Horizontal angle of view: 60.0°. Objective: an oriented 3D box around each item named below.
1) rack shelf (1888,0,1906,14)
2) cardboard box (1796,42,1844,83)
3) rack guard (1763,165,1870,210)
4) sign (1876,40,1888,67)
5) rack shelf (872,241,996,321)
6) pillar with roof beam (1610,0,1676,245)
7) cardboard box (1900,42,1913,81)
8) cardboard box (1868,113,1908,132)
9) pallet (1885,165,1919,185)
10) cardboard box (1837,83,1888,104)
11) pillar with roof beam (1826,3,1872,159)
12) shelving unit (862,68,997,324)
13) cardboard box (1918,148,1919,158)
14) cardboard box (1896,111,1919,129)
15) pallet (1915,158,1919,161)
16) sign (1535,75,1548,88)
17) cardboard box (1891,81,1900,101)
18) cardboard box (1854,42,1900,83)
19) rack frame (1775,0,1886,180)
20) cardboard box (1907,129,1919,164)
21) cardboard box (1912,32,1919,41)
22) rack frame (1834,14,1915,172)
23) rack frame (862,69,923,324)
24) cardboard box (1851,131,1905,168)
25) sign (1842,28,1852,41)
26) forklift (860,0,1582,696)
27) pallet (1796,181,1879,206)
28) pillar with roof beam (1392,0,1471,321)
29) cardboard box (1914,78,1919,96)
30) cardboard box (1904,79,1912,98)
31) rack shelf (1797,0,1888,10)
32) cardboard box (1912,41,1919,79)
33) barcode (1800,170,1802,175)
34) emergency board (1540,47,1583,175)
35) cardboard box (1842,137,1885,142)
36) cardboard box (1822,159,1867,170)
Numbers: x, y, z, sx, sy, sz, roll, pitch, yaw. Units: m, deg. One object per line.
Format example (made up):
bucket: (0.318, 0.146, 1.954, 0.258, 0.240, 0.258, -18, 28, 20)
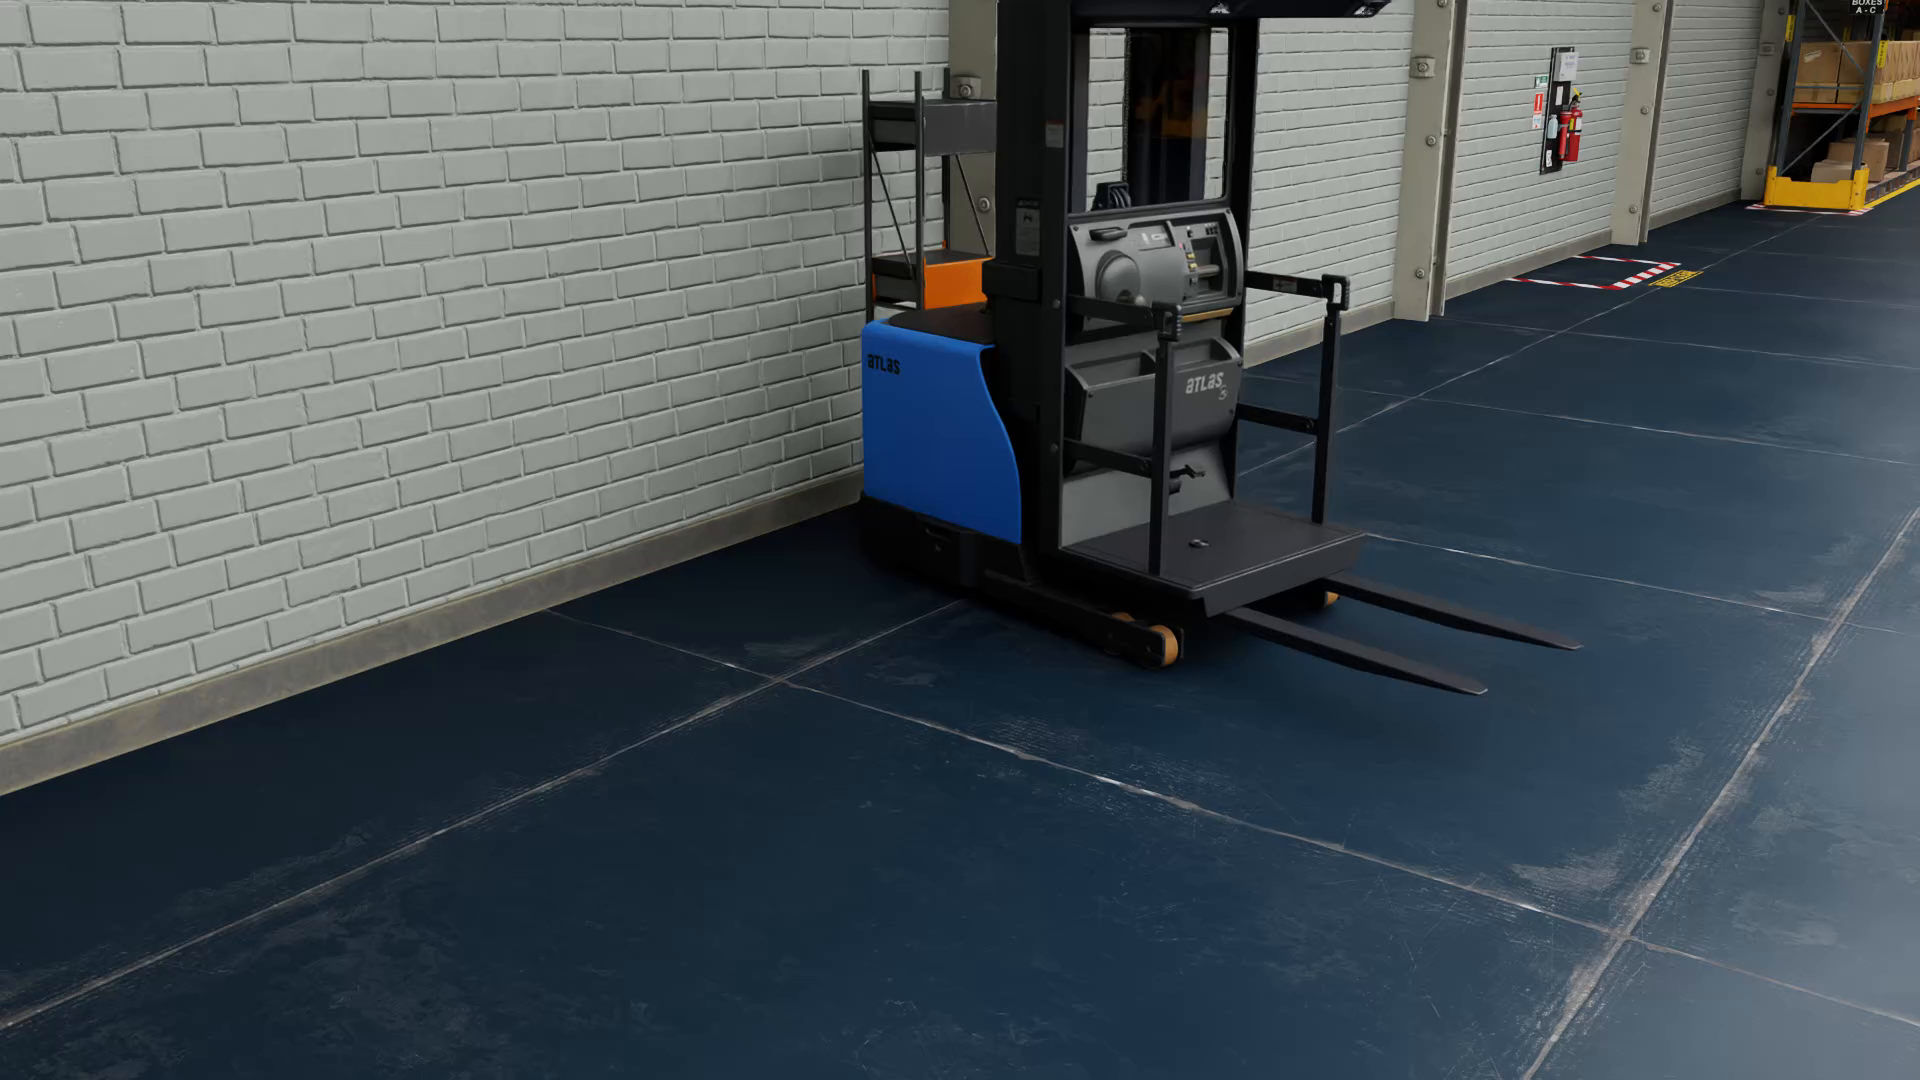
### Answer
rack shelf: (14.756, -8.328, 25.659, 1.077, 0.370, 4.000, 12, 21, 35)
cardboard box: (11.292, -6.256, 21.785, 0.500, 0.500, 0.500, 12, 21, 34)
rack guard: (11.227, -4.634, 21.824, 1.175, 0.500, 0.348, 12, 21, 35)
sign: (11.617, -6.127, 20.958, 0.100, 0.325, 0.005, 12, 21, 35)
rack shelf: (-0.121, -1.103, 7.800, 0.480, 0.518, 0.431, -15, 23, -40)
pillar with roof beam: (10.786, -6.805, 14.483, 9.100, 9.000, 0.400, 12, 21, 35)
cardboard box: (12.621, -6.529, 22.667, 0.500, 0.500, 0.500, 13, 22, 36)
cardboard box: (14.250, -6.421, 25.571, 0.500, 0.250, 0.500, 12, 21, 34)
pallet: (14.027, -5.617, 25.474, 1.003, 0.211, 1.213, 12, 21, 35)
cardboard box: (11.727, -5.808, 21.608, 0.500, 0.250, 0.500, 12, 21, 33)
pillar with roof beam: (17.936, -9.663, 23.686, 9.100, 9.000, 0.400, 12, 21, 35)
shelving unit: (-0.121, -1.116, 7.796, 0.503, 2.100, 0.431, -15, 23, -40)
cardboard box: (15.161, -6.449, 26.925, 0.700, 0.500, 0.500, 12, 21, 35)
cardboard box: (14.869, -6.661, 26.344, 0.500, 0.250, 0.500, 12, 21, 34)
pallet: (15.481, -6.198, 27.346, 1.003, 0.211, 1.213, 12, 21, 35)
sign: (5.423, -4.275, 15.498, 0.001, 0.109, 0.331, 12, 21, 35)
cardboard box: (12.333, -6.054, 22.401, 0.500, 0.250, 0.500, 12, 21, 34)
cardboard box: (12.010, -6.282, 21.871, 0.500, 0.500, 0.500, 12, 21, 35)
rack frame: (11.181, -5.810, 21.395, 1.000, 3.000, 0.127, 12, 21, 35)
cardboard box: (14.594, -6.204, 26.135, 0.700, 0.500, 0.500, 13, 21, 35)
cardboard box: (15.587, -8.116, 26.817, 0.380, 0.149, 0.250, 9, 19, 26)
rack frame: (13.565, -6.763, 24.463, 1.000, 3.000, 0.127, 12, 21, 35)
rack frame: (-0.302, -1.067, 7.640, 0.015, 2.100, 0.400, -15, 23, -40)
cardboard box: (13.990, -5.957, 25.342, 0.700, 0.500, 0.500, 13, 22, 37)
sign: (13.117, -7.413, 24.604, 0.100, 0.325, 0.005, 12, 21, 35)
forklift: (0.915, -1.087, 6.301, 1.130, 2.935, 3.031, -15, 23, -40)
pallet: (11.739, -4.684, 22.470, 1.003, 0.211, 1.213, 12, 21, 35)
pillar with roof beam: (7.211, -5.376, 9.881, 9.100, 9.000, 0.400, 12, 21, 35)
cardboard box: (13.526, -6.534, 23.946, 0.500, 0.250, 0.500, 12, 21, 35)
cardboard box: (12.935, -6.294, 23.174, 0.500, 0.250, 0.500, 12, 21, 34)
rack shelf: (12.373, -7.375, 22.591, 1.077, 0.370, 4.000, 12, 21, 35)
cardboard box: (13.239, -6.772, 23.446, 0.500, 0.500, 0.500, 12, 21, 34)
barcode: (11.355, -4.964, 22.448, 0.001, 0.075, 0.075, 12, 21, 35)
emergency board: (5.826, -4.119, 15.948, 0.194, 1.169, 0.643, 12, 21, 35)
cardboard box: (12.978, -5.525, 23.949, 0.500, 0.500, 0.500, 11, 20, 31)
cardboard box: (12.006, -5.021, 22.645, 0.500, 0.311, 0.500, 15, 22, 39)
